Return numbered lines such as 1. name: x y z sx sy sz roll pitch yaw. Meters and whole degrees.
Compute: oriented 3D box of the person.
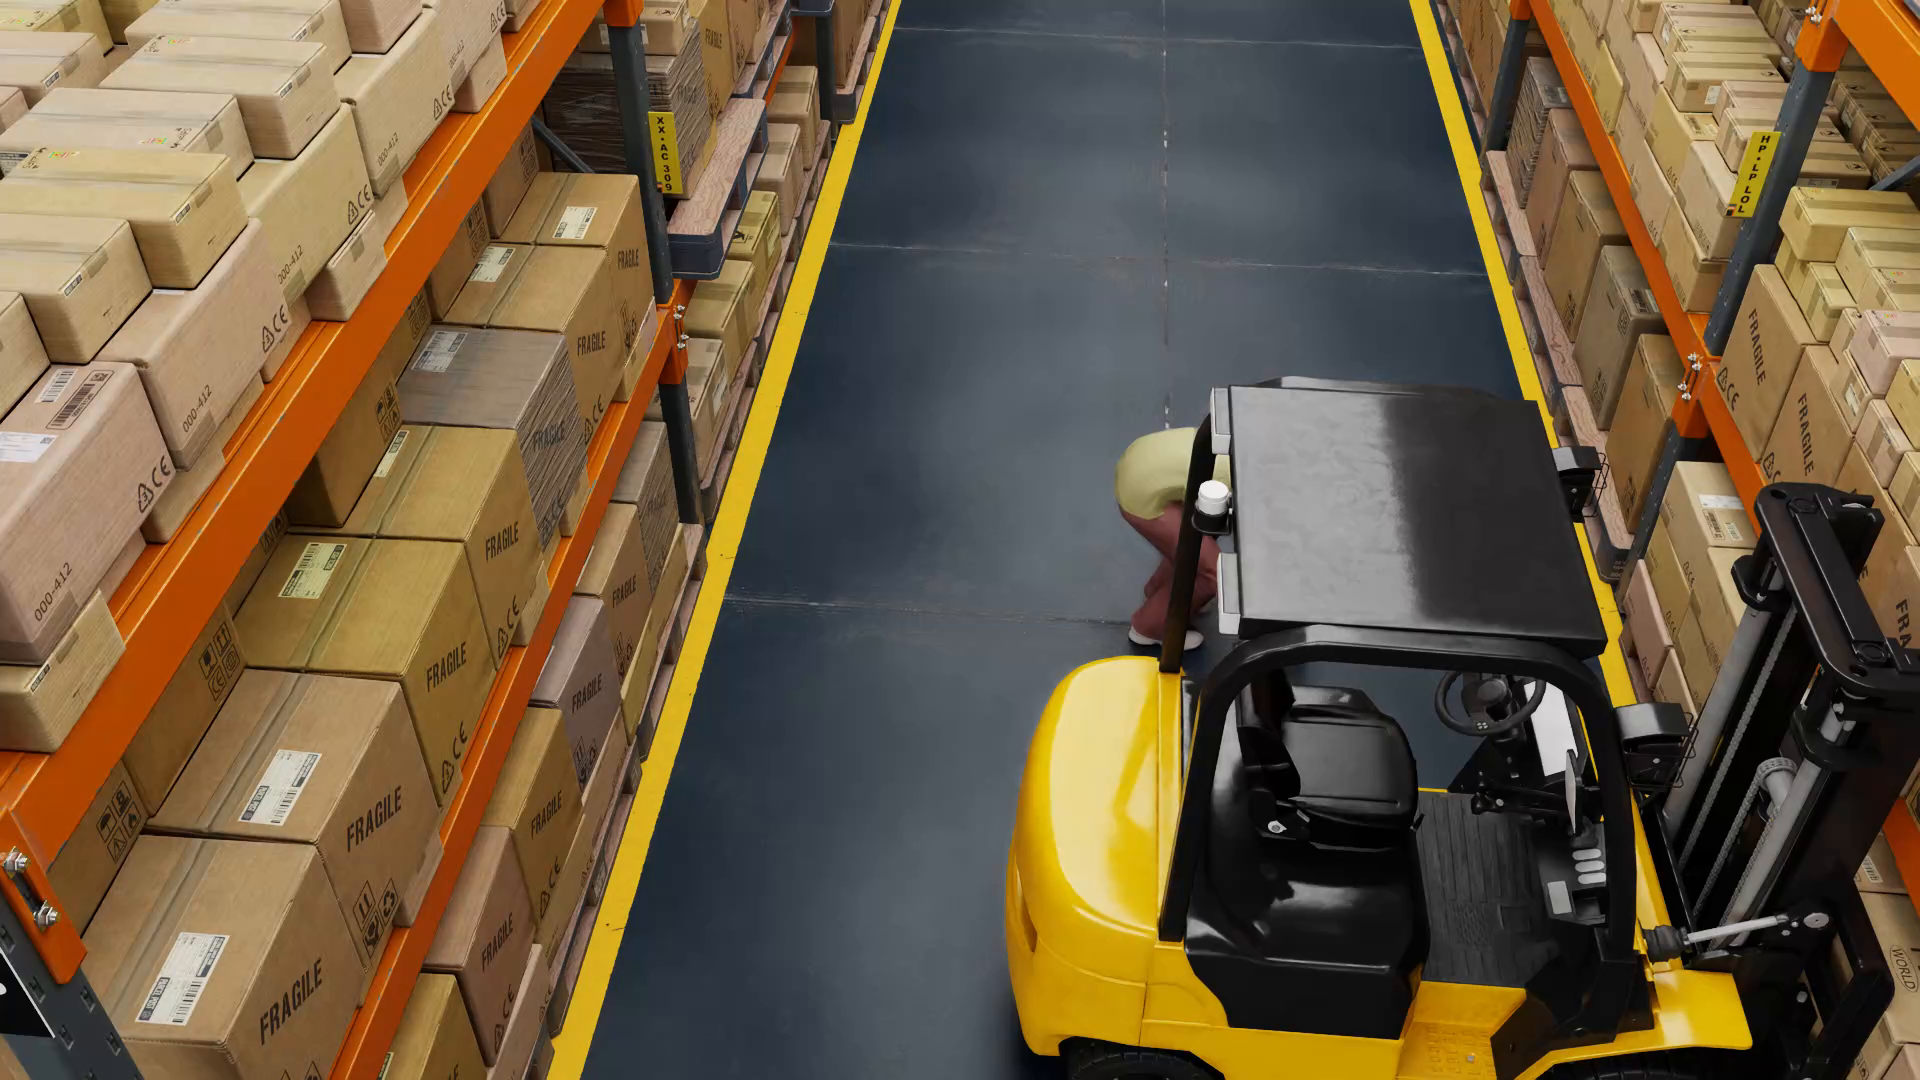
1. person: 1.041 -0.035 6.697 0.868 1.032 0.454 1 40 2
